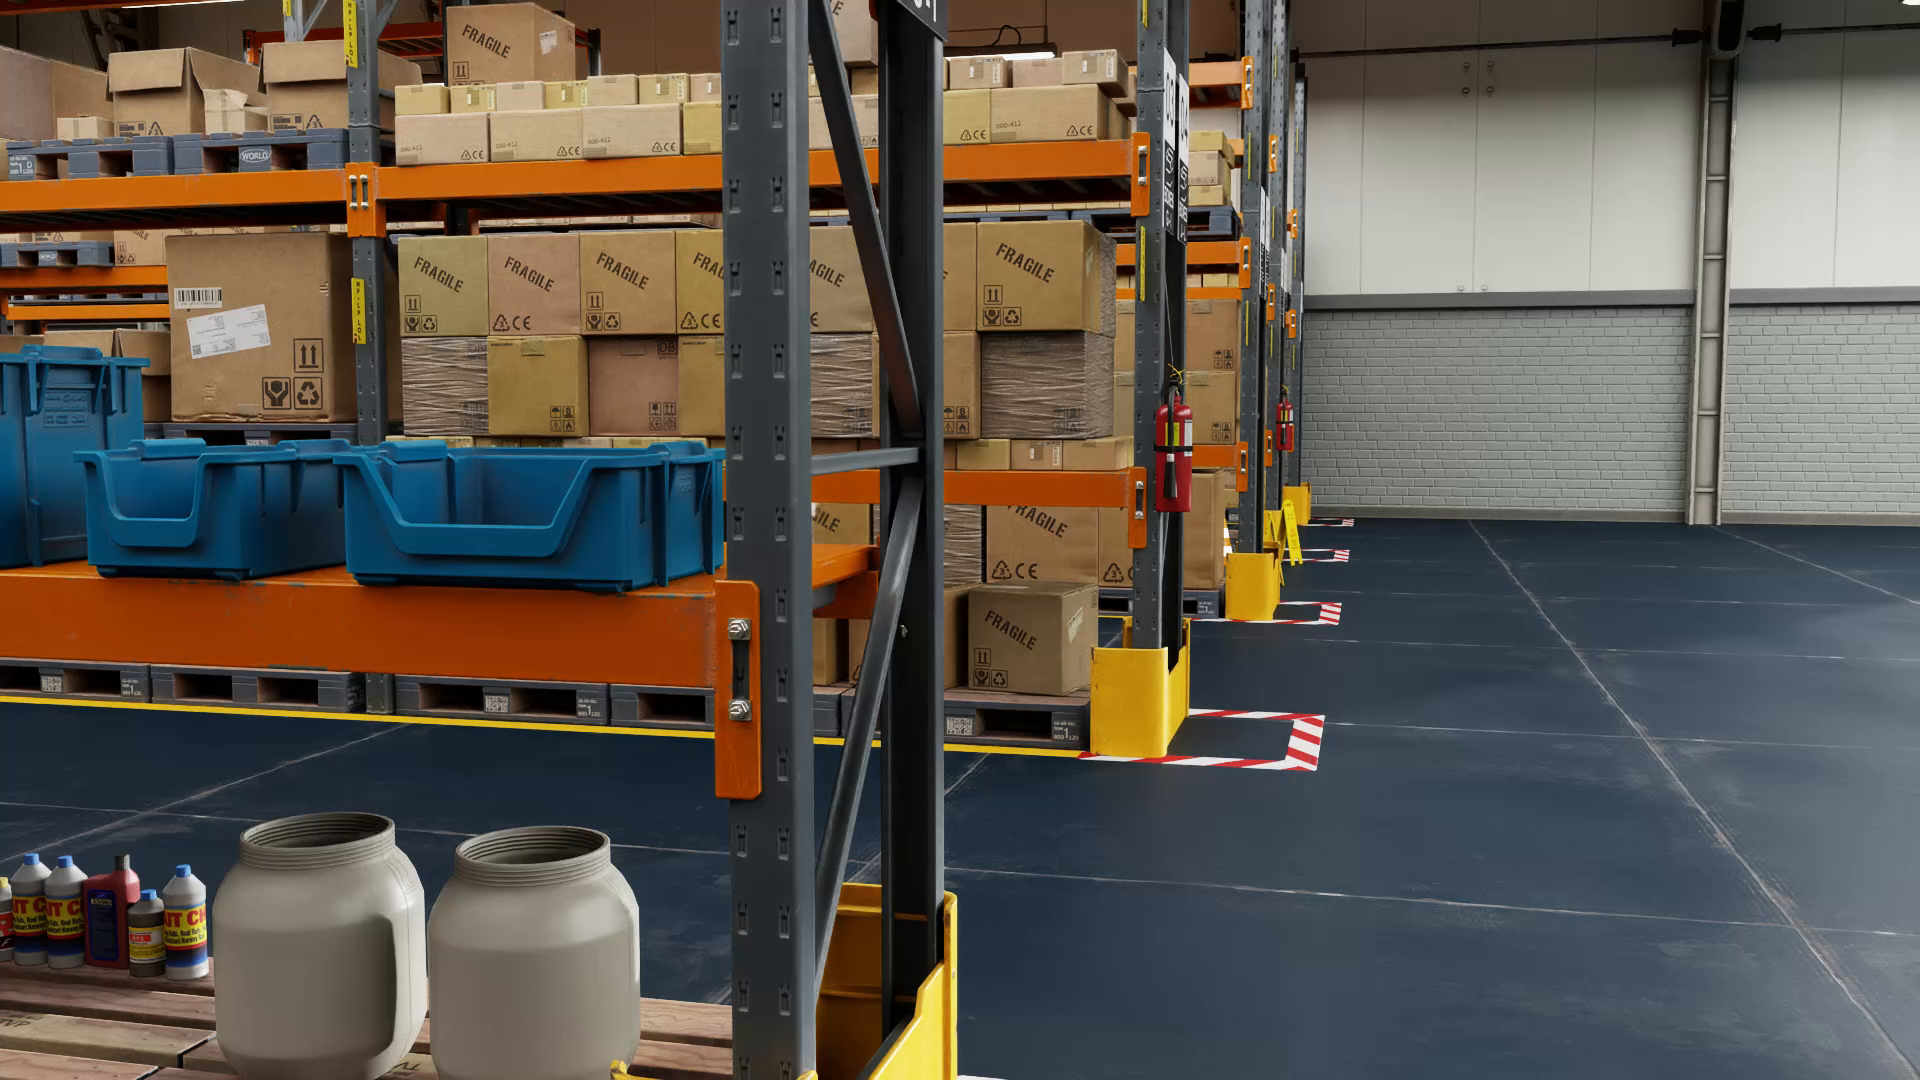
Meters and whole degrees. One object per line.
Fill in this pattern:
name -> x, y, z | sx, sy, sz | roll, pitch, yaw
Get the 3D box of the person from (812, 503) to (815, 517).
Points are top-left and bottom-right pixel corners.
person -> -1.174, -0.140, 10.497 | 0.691, 1.780, 0.590 | 2, 5, 20
